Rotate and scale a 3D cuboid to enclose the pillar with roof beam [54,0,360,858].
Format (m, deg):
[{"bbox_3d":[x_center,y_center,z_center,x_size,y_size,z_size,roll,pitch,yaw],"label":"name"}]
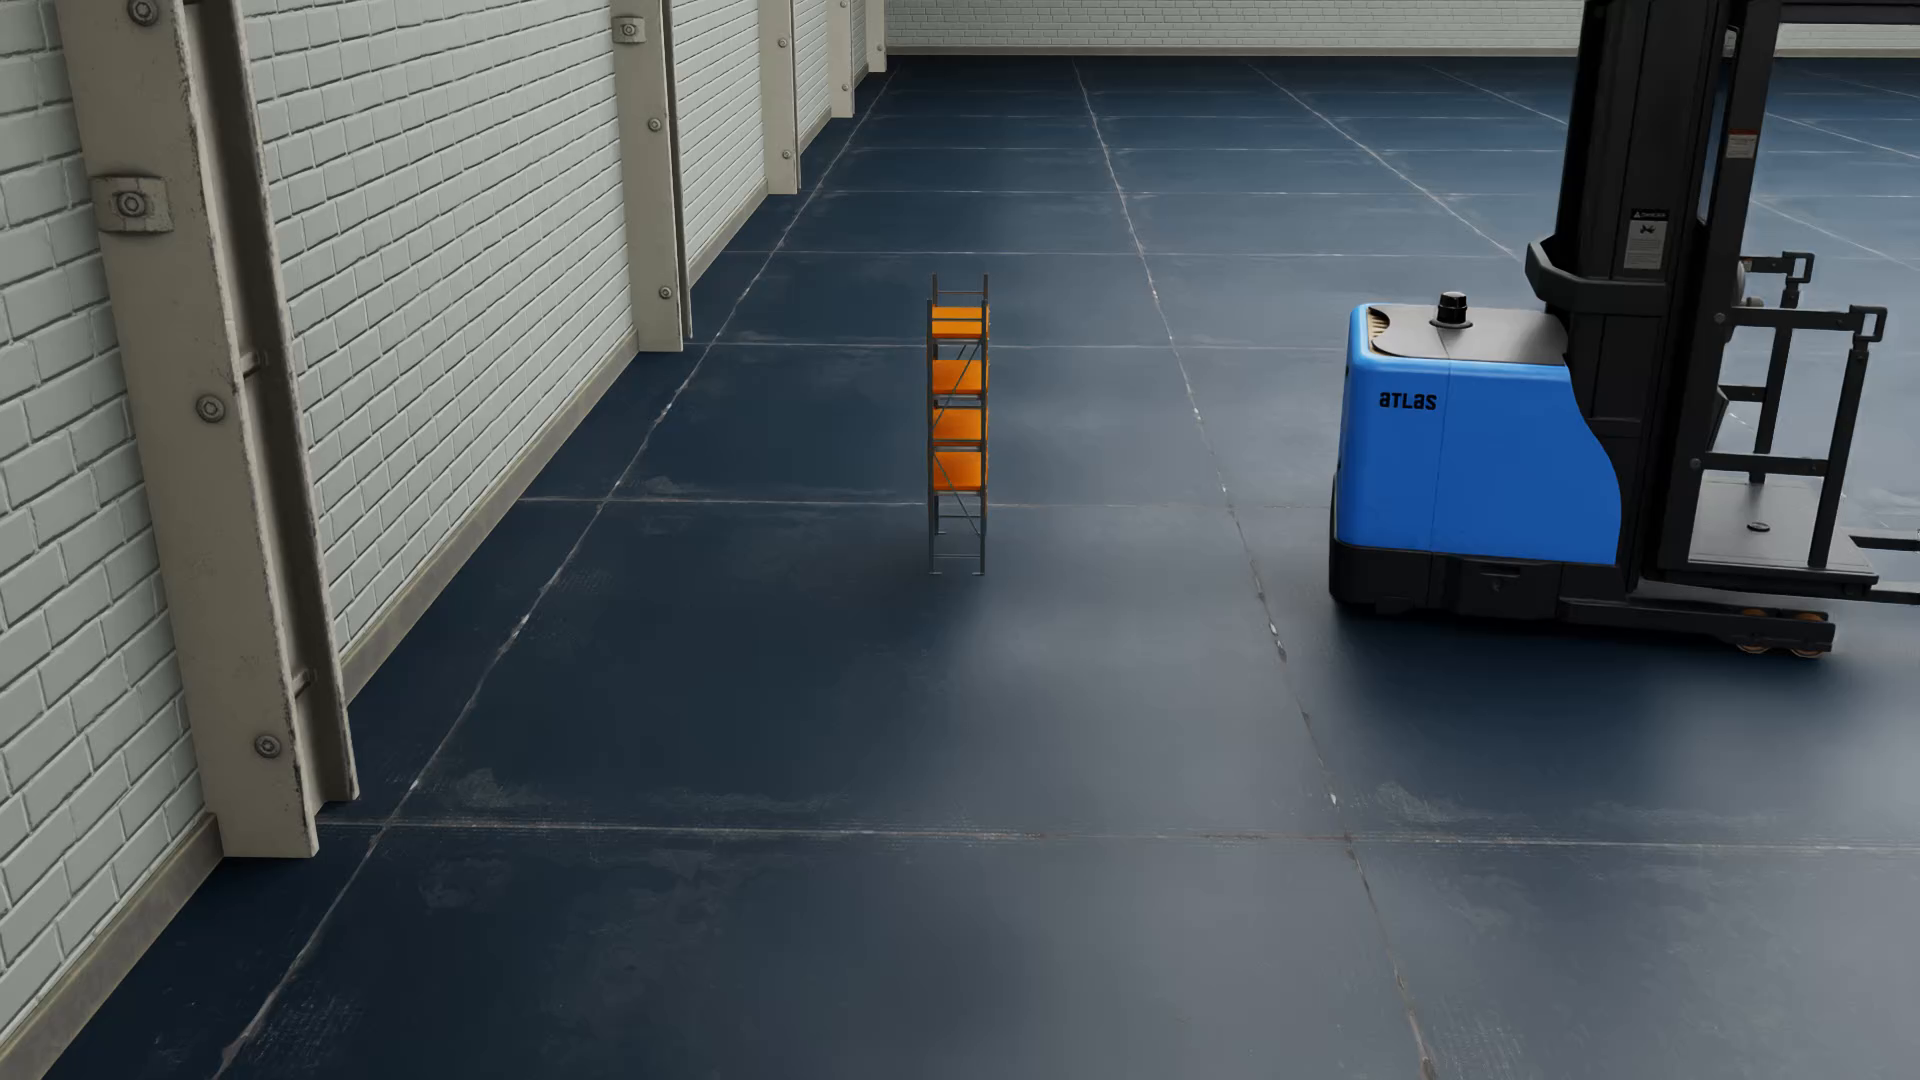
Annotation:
[{"bbox_3d":[2.190,-3.258,3.484,9.100,9.000,0.400,1,21,2],"label":"pillar with roof beam"}]

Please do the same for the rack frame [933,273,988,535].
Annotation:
[{"bbox_3d":[0.002,-0.588,7.385,0.240,1.200,0.015,1,21,2],"label":"rack frame"}]

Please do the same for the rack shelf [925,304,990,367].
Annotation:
[{"bbox_3d":[-0.005,-0.866,7.015,0.258,0.148,0.480,1,21,2],"label":"rack shelf"}]

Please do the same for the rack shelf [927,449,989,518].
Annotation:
[{"bbox_3d":[-0.005,-0.252,7.254,0.258,0.148,0.480,1,21,2],"label":"rack shelf"}]

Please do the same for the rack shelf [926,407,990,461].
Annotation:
[{"bbox_3d":[-0.005,-0.437,7.182,0.258,0.148,0.480,1,21,2],"label":"rack shelf"}]

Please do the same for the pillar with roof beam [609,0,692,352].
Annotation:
[{"bbox_3d":[2.373,-5.427,9.076,9.100,9.000,0.400,1,21,2],"label":"pillar with roof beam"}]

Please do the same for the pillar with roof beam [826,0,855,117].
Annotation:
[{"bbox_3d":[2.738,-9.766,20.258,9.100,9.000,0.400,1,21,2],"label":"pillar with roof beam"}]

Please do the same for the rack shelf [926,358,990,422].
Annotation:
[{"bbox_3d":[-0.005,-0.645,7.101,0.258,0.148,0.480,1,21,2],"label":"rack shelf"}]

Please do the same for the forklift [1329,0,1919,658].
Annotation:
[{"bbox_3d":[3.076,-1.126,6.378,3.031,2.935,1.130,4,22,11],"label":"forklift"}]

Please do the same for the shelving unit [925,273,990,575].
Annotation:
[{"bbox_3d":[-0.005,-0.500,7.158,0.258,1.200,0.503,1,21,2],"label":"shelving unit"}]

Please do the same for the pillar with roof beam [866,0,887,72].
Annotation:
[{"bbox_3d":[2.920,-11.935,25.849,9.100,9.000,0.400,1,21,2],"label":"pillar with roof beam"}]

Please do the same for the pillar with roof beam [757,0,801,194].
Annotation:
[{"bbox_3d":[2.555,-7.596,14.667,9.100,9.000,0.400,1,21,2],"label":"pillar with roof beam"}]

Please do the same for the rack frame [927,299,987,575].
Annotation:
[{"bbox_3d":[-0.012,-0.411,6.930,0.240,1.200,0.015,1,21,2],"label":"rack frame"}]
